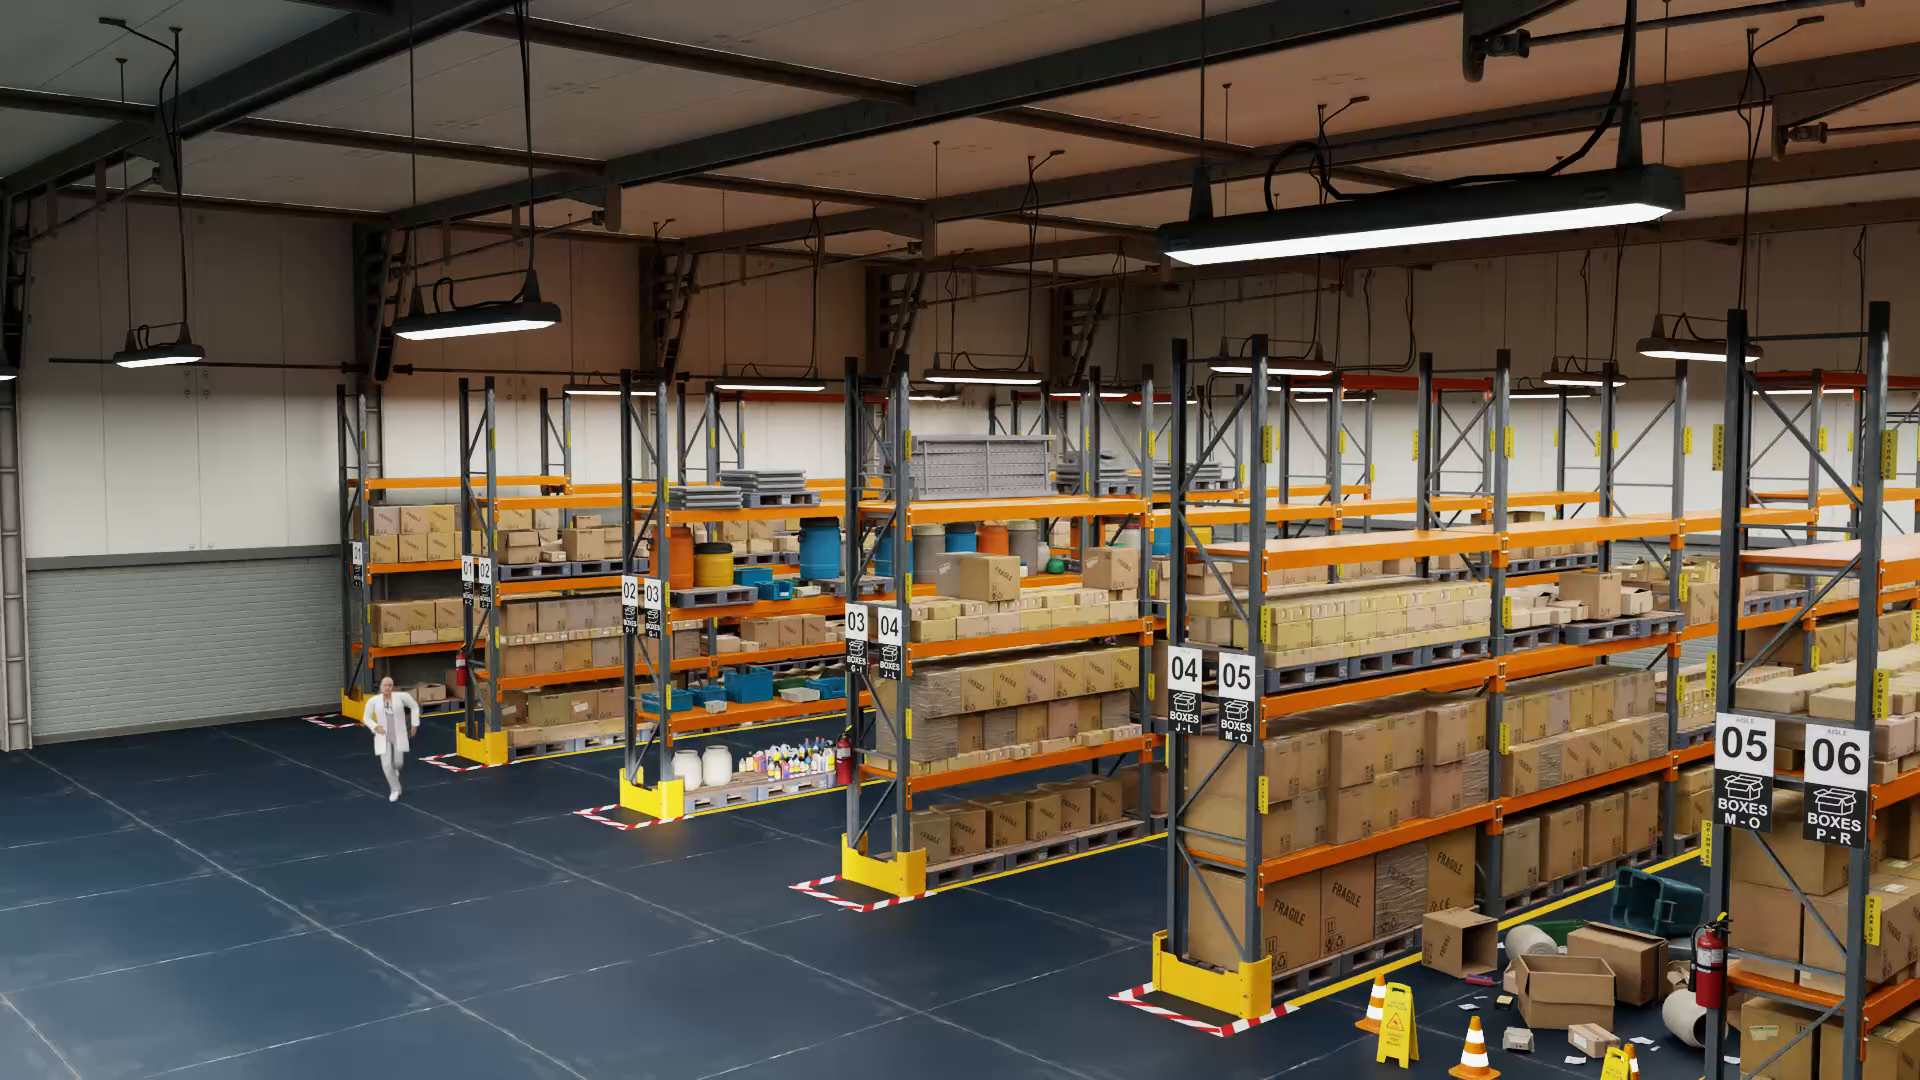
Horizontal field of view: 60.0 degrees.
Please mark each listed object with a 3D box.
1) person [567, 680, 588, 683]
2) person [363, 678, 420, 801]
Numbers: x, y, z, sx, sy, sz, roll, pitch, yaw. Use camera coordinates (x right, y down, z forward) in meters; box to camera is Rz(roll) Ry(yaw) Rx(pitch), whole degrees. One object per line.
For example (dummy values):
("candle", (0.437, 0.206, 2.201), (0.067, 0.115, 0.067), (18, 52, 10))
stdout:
("person", (-6.678, 2.410, 29.180), (0.666, 1.681, 0.738), (3, 5, 35))
("person", (-7.996, 2.785, 23.396), (0.755, 1.734, 0.735), (-1, 4, -19))
